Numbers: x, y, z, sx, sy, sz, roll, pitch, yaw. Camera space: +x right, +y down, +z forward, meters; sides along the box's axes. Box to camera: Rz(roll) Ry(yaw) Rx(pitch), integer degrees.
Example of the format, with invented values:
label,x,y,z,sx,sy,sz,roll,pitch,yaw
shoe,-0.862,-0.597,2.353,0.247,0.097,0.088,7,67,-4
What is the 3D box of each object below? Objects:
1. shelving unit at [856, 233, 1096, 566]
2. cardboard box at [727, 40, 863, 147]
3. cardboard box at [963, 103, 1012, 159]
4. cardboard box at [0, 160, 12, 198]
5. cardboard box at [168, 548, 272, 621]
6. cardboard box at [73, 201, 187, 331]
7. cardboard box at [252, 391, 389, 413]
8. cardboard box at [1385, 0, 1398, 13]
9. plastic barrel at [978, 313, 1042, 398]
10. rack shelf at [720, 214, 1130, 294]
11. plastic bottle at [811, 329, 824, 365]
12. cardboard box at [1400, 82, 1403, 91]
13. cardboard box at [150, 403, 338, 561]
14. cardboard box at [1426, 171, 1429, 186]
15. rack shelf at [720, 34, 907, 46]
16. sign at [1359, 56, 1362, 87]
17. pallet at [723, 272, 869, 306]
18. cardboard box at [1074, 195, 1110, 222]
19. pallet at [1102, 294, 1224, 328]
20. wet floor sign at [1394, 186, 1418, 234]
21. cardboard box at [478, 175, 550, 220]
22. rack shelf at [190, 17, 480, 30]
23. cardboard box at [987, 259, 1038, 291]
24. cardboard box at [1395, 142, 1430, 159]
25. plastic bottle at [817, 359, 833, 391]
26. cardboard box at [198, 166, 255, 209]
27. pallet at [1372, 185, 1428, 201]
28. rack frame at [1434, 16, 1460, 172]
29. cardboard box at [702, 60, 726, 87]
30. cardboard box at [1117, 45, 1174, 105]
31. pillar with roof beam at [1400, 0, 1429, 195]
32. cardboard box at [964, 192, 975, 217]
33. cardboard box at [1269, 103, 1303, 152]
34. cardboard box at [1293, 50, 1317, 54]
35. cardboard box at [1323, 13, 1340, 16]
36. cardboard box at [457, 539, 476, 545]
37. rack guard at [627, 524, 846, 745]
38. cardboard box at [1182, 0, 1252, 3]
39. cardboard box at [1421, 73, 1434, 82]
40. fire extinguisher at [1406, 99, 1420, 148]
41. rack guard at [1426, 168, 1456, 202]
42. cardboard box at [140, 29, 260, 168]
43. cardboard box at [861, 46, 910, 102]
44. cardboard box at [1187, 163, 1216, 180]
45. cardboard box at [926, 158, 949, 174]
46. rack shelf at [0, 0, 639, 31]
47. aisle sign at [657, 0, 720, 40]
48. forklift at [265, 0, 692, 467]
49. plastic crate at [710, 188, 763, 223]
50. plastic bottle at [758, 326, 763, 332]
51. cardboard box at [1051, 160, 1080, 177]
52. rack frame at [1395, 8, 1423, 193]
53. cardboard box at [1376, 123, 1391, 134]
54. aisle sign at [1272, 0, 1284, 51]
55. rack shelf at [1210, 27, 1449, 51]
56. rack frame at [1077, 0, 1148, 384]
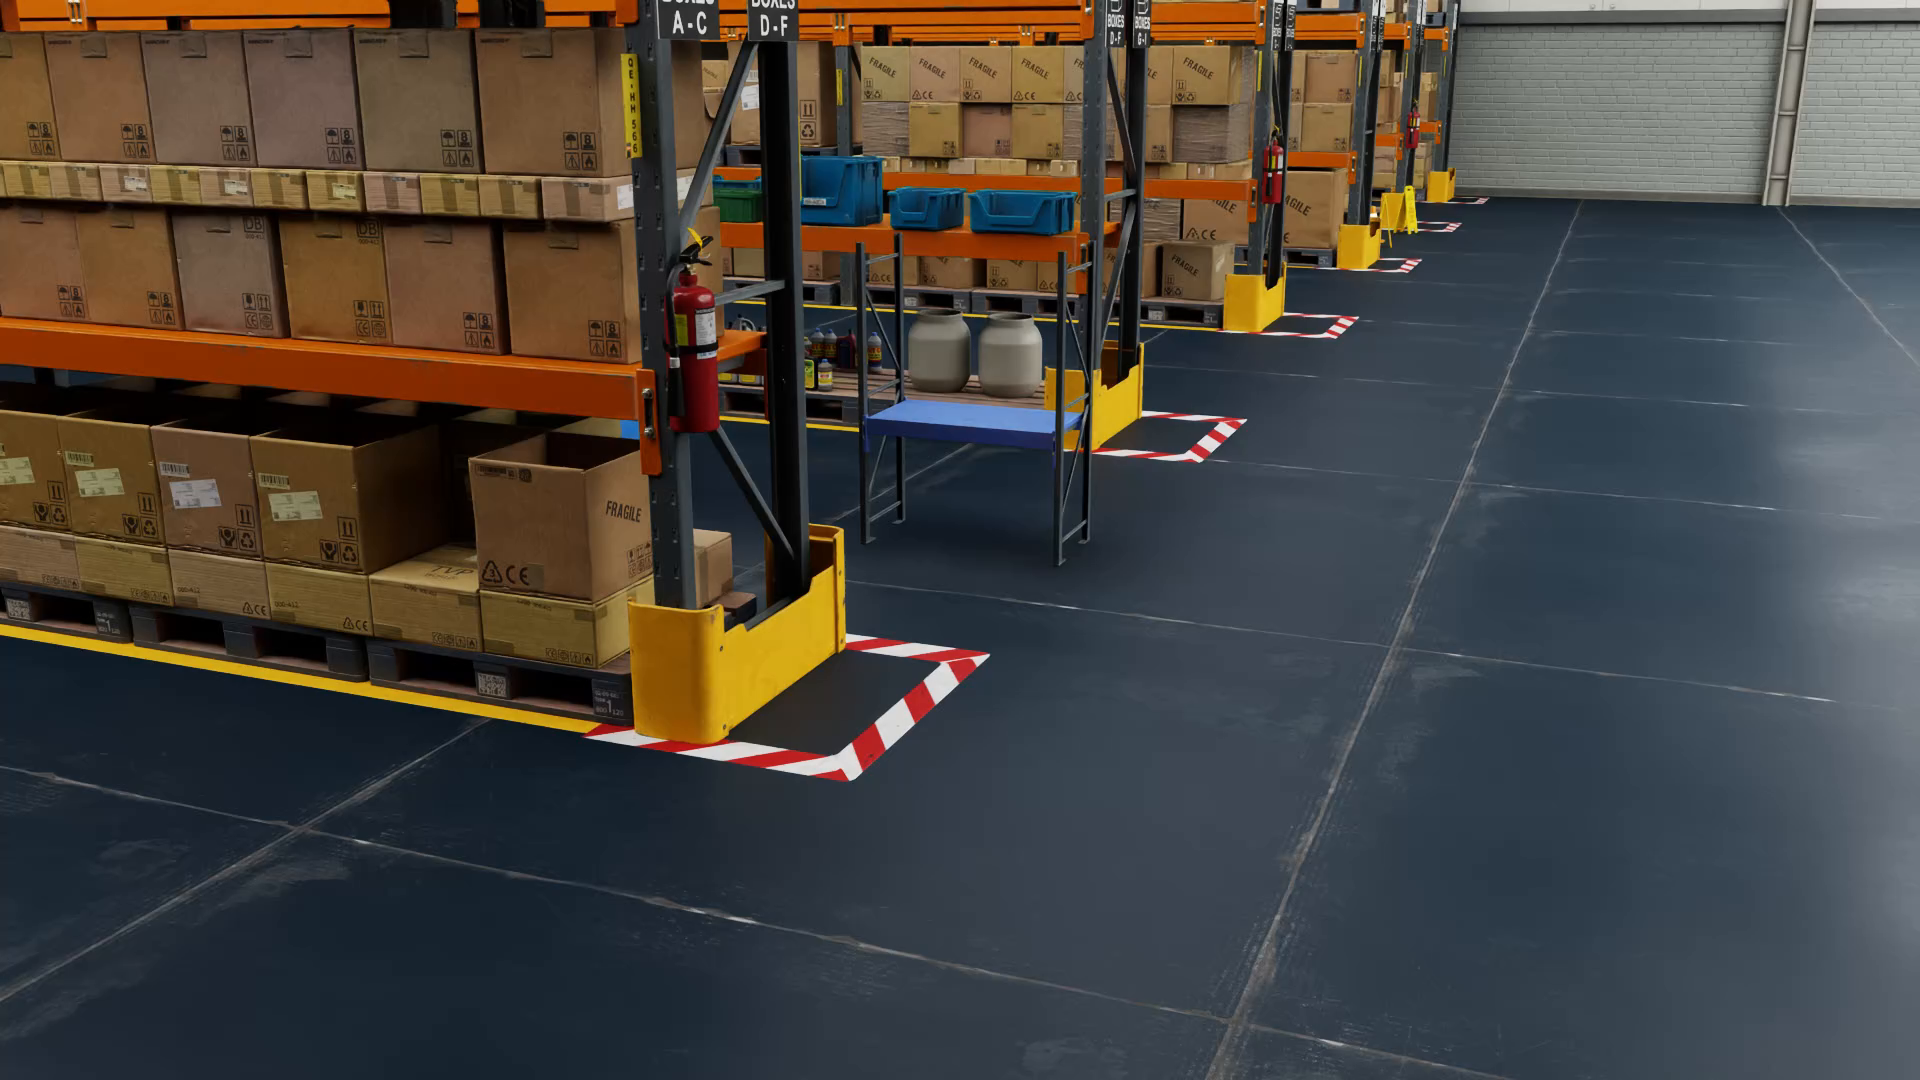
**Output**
label,x,y,z,sx,sy,sz,roll,pitch,yaw
shelving unit,0.079,-0.712,8.190,1.048,1.500,0.538,6,17,21
cardboard box,-1.622,-4.463,16.591,1.000,1.000,1.000,6,17,21
cardboard box,0.416,-3.899,15.765,0.500,0.500,0.875,6,17,21
cardboard box,-3.919,-1.517,6.930,0.250,0.149,0.380,6,17,19
cardboard box,-2.858,0.113,6.838,0.500,0.250,0.500,6,17,21
cardboard box,-3.199,-1.186,6.955,0.500,0.500,0.700,7,17,21
cardboard box,-2.663,-0.385,7.209,0.500,0.500,0.500,6,17,21
cardboard box,5.848,-7.510,23.273,0.500,0.250,0.500,6,17,20
plastic barrel,0.330,-1.216,10.946,0.421,0.512,0.421,0,16,0
rack shelf,-0.891,-2.021,11.299,4.000,0.370,1.077,6,17,21
plastic bottle,-1.014,-1.374,11.887,0.097,0.271,0.097,0,16,0
cardboard box,7.567,-7.645,28.039,0.250,0.149,0.380,7,17,22
cardboard box,-2.859,-0.246,6.730,0.500,0.500,0.500,6,17,21
cardboard box,7.856,-6.286,28.881,0.500,0.250,0.500,6,17,21
rack shelf,-2.879,-8.134,26.978,4.000,0.370,1.077,6,17,21
sign,4.489,-5.253,18.640,0.005,0.325,0.100,6,17,21
pallet,-1.659,-2.595,16.990,1.213,0.211,1.003,6,17,21
cardboard box,1.540,-4.230,20.678,0.875,0.875,0.875,7,17,21
pallet,1.974,-2.207,15.652,1.213,0.211,1.003,6,17,21
wet floor sign,6.208,-4.589,23.078,0.232,0.644,0.267,14,21,40
cardboard box,-1.520,-1.253,6.021,0.250,0.149,0.380,7,18,22
rack shelf,-6.515,-5.564,18.125,4.000,0.370,1.077,6,17,21
cardboard box,0.566,-2.705,16.098,0.500,0.500,0.500,5,17,16
cardboard box,7.698,-6.632,28.277,0.500,0.250,0.500,7,18,22
plastic bottle,-0.899,-1.103,11.079,0.097,0.201,0.097,0,16,0
cardboard box,-2.720,-1.385,6.475,0.250,0.149,0.380,6,17,20
pallet,7.514,-6.032,28.829,1.213,0.211,1.003,6,17,21
rack frame,8.241,-7.304,28.208,0.127,3.000,1.000,6,17,21
cardboard box,-3.952,-7.608,27.281,0.500,0.500,0.500,6,17,20
cardboard box,1.718,-4.159,14.868,0.500,0.500,0.500,6,17,21
pillar with roof beam,6.345,-9.374,24.576,0.400,9.000,9.100,6,17,21
cardboard box,0.370,-4.293,21.117,0.750,0.750,1.050,6,17,20
cardboard box,3.820,-4.871,19.558,0.550,0.550,0.875,6,17,21
cardboard box,4.888,-6.762,23.835,0.500,0.500,0.700,6,17,20
cardboard box,5.299,-7.396,23.596,0.250,0.149,0.380,6,17,21
cardboard box,-1.735,0.079,6.956,0.500,0.250,0.500,6,17,21
rack guard,-0.829,0.326,6.410,0.348,0.500,1.175,6,17,21
cardboard box,2.245,-4.798,14.465,0.500,0.250,0.500,7,17,22
cardboard box,7.831,-7.788,28.000,0.250,0.149,0.380,6,17,21
fire extinguisher,6.361,-5.848,23.331,0.183,0.674,0.296,6,17,21
rack guard,8.264,-6.101,28.548,0.348,0.500,1.175,6,17,21
cardboard box,-2.756,-1.760,6.604,0.500,0.500,0.700,6,17,21
cardboard box,-0.608,-4.414,15.748,0.500,0.500,0.500,6,17,21
cardboard box,2.214,-3.327,14.959,0.250,0.149,0.380,6,17,21
cardboard box,-0.138,-3.564,15.776,0.250,0.149,0.380,6,17,21
rack shelf,-2.712,-2.177,6.457,4.000,0.370,1.077,6,17,21
aisle sign,-0.898,-2.043,5.422,0.004,0.787,0.394,6,17,21
forklift,-3.114,-1.831,9.480,3.031,2.935,1.130,7,18,24
plastic crate,-1.592,-2.257,11.203,0.662,0.188,0.450,6,17,21
plastic bottle,-1.456,-1.388,11.914,0.133,0.283,0.061,6,17,21
cardboard box,1.012,-3.427,15.305,0.250,0.149,0.380,6,17,21
rack frame,6.423,-6.016,23.772,0.127,3.000,1.000,6,17,21
cardboard box,5.997,-5.878,23.748,0.250,0.149,0.380,7,18,22
aisle sign,2.735,-4.610,14.267,0.004,0.787,0.394,6,17,21
rack shelf,6.381,-8.604,28.595,4.000,0.370,1.077,6,17,21
rack frame,0.970,-2.162,10.494,0.127,3.000,1.000,6,17,21
